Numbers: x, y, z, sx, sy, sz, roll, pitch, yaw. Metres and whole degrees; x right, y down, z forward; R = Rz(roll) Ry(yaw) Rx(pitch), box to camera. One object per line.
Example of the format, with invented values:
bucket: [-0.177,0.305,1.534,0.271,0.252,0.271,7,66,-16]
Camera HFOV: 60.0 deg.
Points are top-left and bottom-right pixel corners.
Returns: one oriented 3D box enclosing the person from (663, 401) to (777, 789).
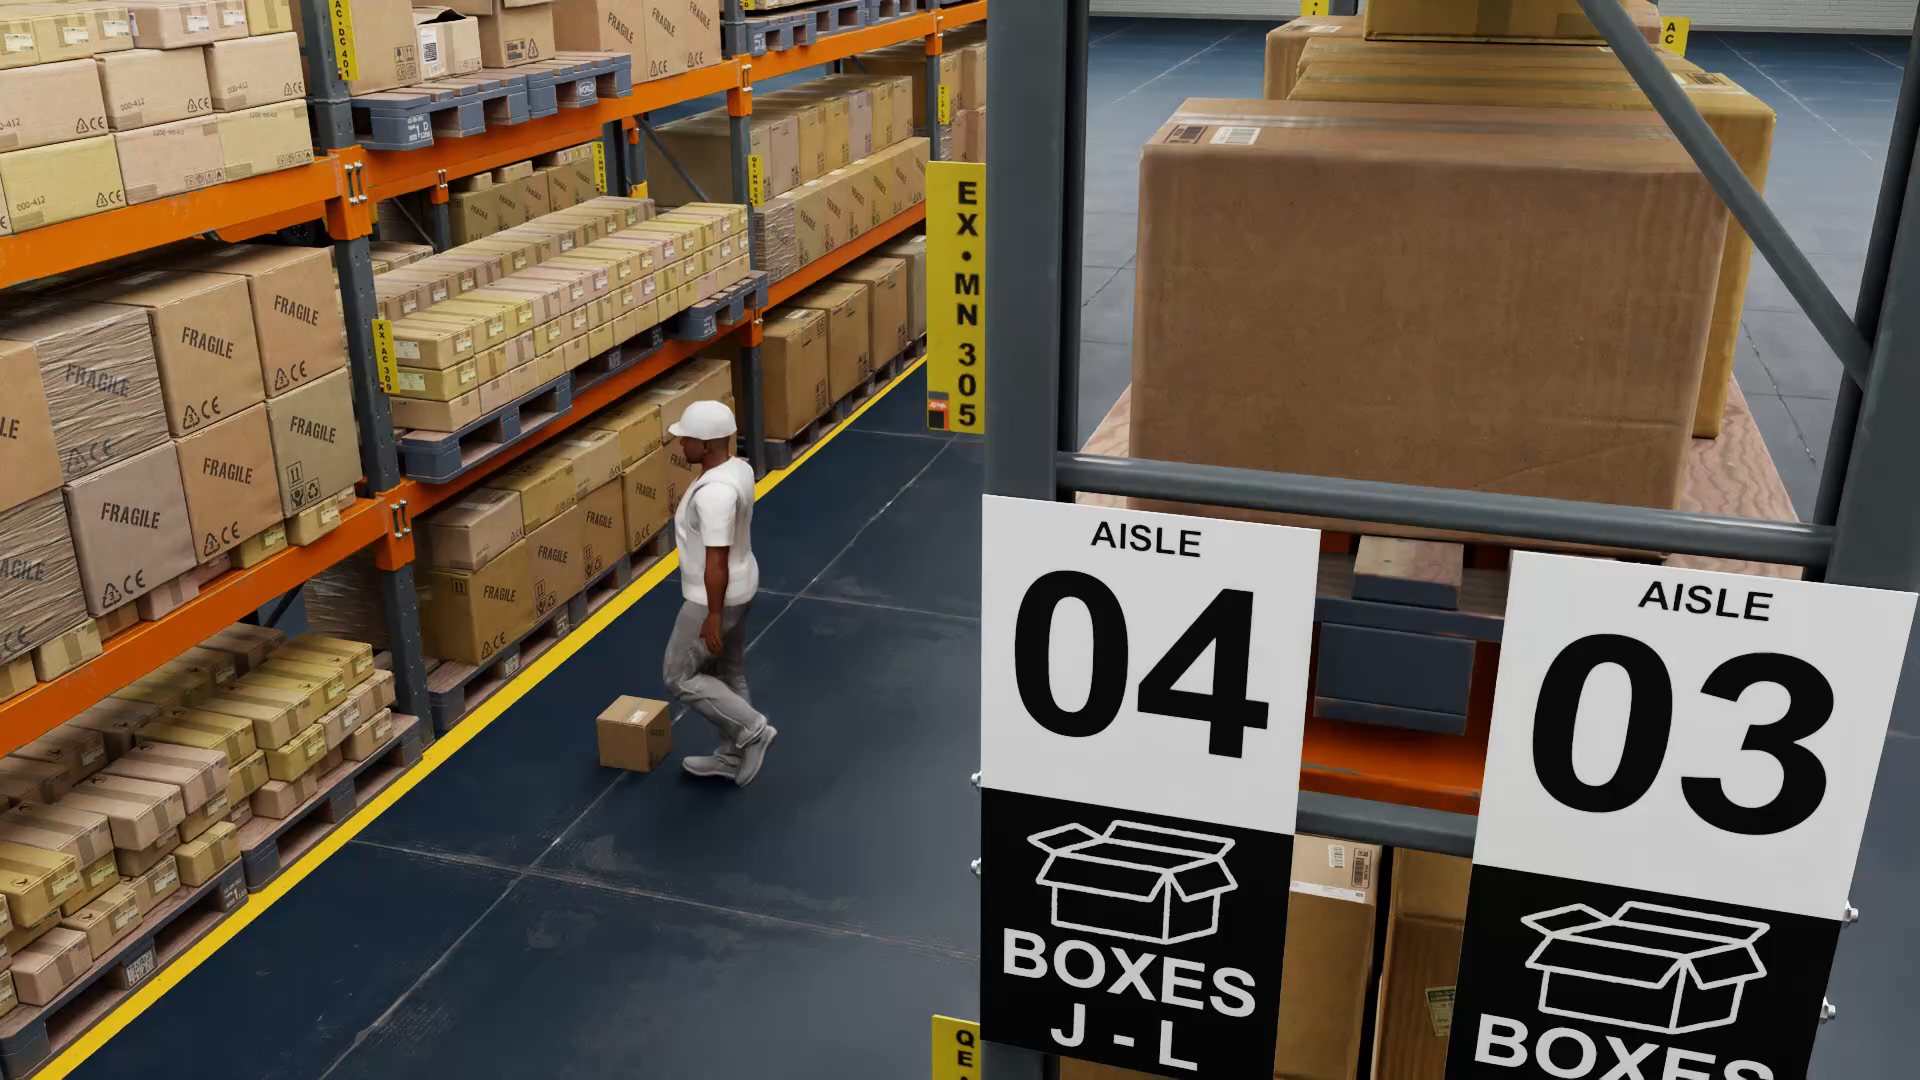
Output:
person: [-1.055,0.246,7.390,0.497,1.765,0.645,2,22,5]
